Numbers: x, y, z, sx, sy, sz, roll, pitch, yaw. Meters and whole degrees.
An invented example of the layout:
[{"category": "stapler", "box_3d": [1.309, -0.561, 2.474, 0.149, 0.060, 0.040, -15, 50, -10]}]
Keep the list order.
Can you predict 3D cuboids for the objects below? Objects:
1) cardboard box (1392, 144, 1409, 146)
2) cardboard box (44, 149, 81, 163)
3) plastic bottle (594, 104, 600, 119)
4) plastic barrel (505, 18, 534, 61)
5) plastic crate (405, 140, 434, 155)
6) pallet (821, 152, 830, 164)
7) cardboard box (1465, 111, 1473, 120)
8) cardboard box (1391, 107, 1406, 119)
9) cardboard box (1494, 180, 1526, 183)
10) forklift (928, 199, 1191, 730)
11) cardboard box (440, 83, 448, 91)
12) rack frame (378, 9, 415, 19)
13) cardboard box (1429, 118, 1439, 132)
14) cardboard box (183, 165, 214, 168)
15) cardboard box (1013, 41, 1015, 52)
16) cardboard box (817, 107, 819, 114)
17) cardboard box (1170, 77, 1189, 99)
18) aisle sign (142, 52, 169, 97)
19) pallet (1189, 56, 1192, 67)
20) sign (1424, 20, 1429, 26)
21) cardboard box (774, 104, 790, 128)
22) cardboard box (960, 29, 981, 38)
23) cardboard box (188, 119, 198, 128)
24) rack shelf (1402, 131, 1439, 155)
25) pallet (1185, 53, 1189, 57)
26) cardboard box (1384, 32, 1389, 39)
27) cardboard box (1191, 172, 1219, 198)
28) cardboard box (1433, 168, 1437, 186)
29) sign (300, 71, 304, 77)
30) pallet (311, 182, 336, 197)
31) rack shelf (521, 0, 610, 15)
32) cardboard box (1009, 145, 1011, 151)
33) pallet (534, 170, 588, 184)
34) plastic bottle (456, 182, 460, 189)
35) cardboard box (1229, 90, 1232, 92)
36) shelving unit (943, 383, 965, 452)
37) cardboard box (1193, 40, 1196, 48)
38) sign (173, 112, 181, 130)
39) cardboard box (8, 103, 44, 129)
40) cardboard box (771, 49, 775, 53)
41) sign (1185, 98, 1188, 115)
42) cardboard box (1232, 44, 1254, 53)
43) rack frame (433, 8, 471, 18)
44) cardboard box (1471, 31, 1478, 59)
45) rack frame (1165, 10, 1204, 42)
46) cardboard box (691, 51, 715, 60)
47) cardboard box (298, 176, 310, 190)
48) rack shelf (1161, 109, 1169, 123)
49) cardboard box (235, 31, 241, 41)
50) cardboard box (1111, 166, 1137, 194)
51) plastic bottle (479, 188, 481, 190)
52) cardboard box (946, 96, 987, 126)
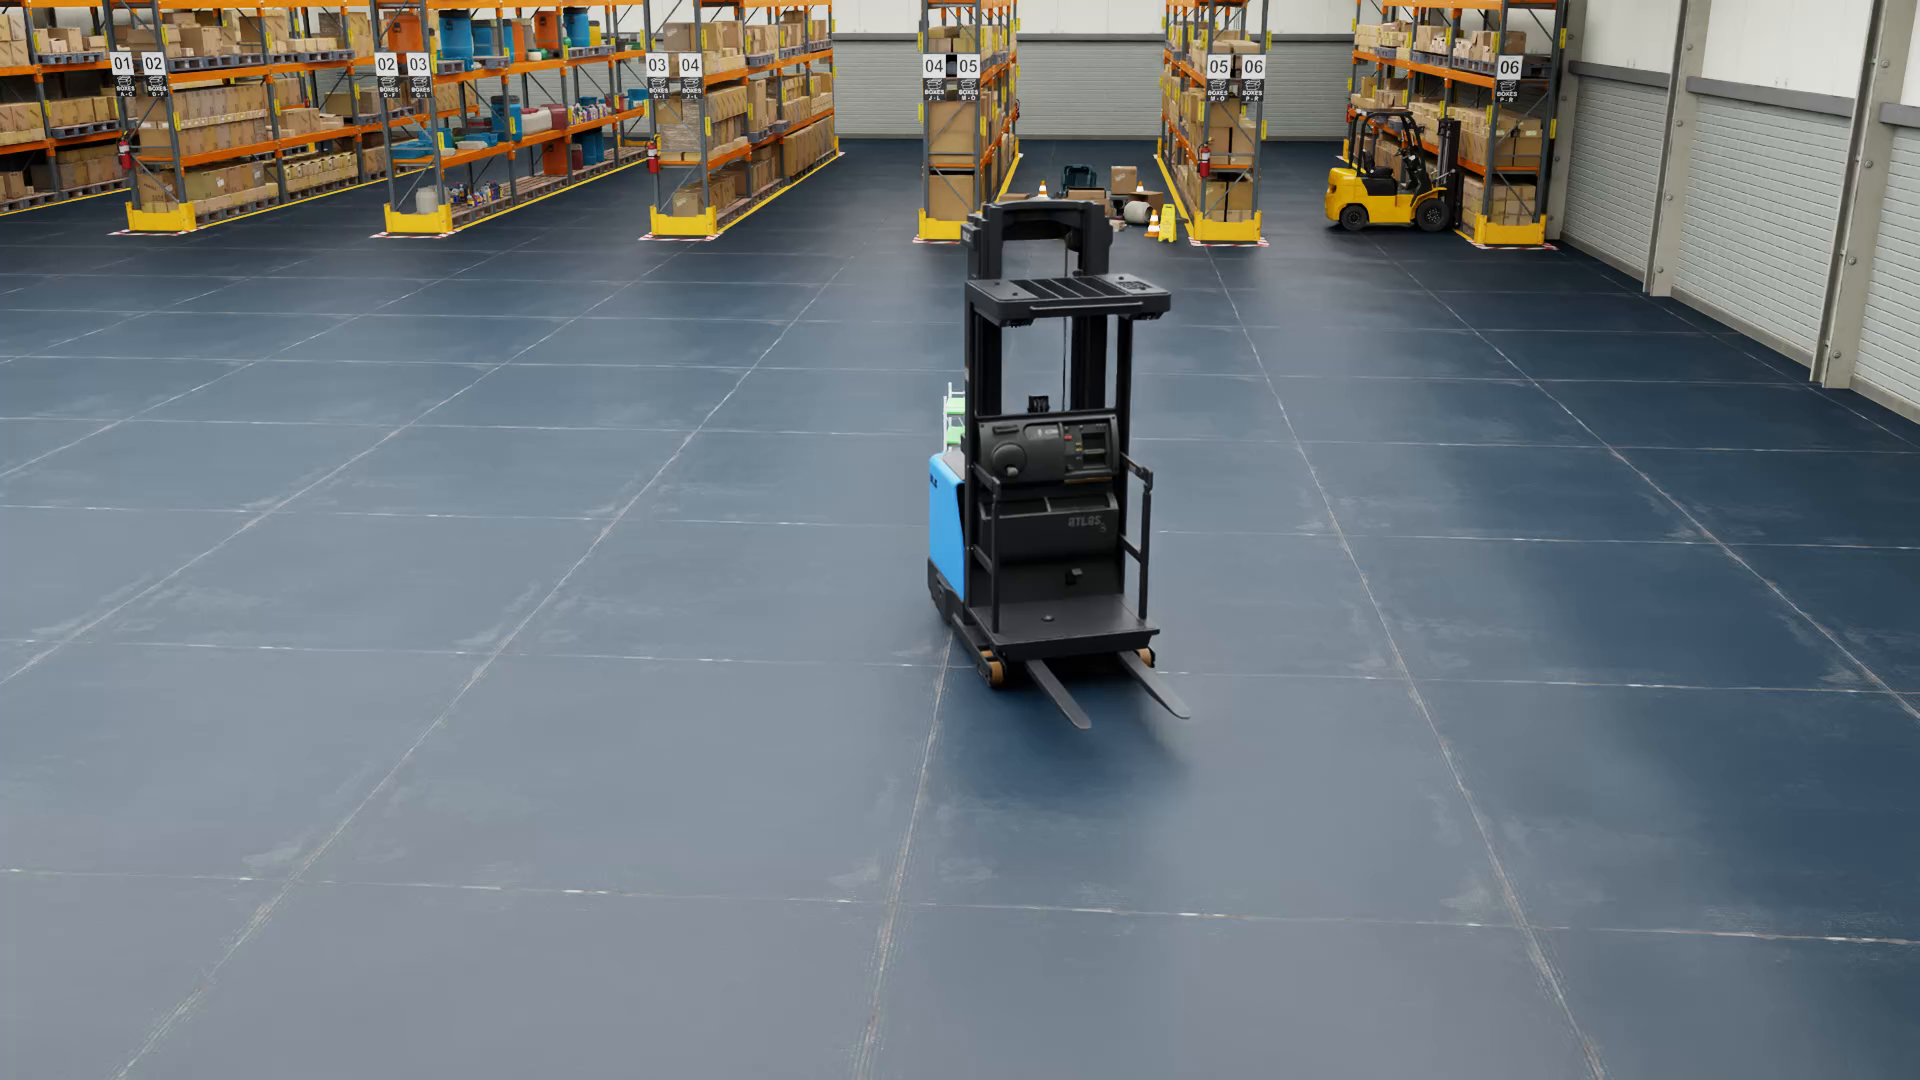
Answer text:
[{"category": "cardboard box", "box_3d": [10.298, -9.166, 38.878, 0.380, 0.149, 0.250, 1, 18, 4]}, {"category": "cardboard box", "box_3d": [-19.556, -8.365, 36.237, 0.500, 0.250, 0.500, 1, 18, 3]}, {"category": "plastic bottle", "box_3d": [-8.918, -10.511, 40.763, 0.144, 0.351, 0.185, 1, 18, 4]}, {"category": "plastic barrel", "box_3d": [-9.727, -11.056, 36.724, 0.600, 0.901, 0.600, 0, 18, 0]}, {"category": "plastic crate", "box_3d": [-10.236, -7.451, 31.583, 0.499, 0.251, 0.408, 1, 18, 4]}, {"category": "pallet", "box_3d": [-4.008, -10.063, 43.796, 1.003, 0.211, 1.213, 1, 18, 4]}, {"category": "cardboard box", "box_3d": [9.705, -7.962, 31.223, 0.380, 0.149, 0.250, 1, 18, 4]}, {"category": "cardboard box", "box_3d": [10.077, -9.664, 37.666, 0.500, 0.250, 0.500, 0, 18, 1]}, {"category": "cardboard box", "box_3d": [10.006, -6.385, 30.227, 0.500, 0.250, 0.500, 1, 18, 4]}, {"category": "forklift", "box_3d": [0.631, -0.590, 10.515, 1.130, 2.935, 3.031, -5, 19, -14]}, {"category": "cardboard box", "box_3d": [-13.717, -11.979, 43.398, 0.500, 0.500, 0.500, 1, 18, 2]}, {"category": "rack frame", "box_3d": [-14.106, -13.847, 41.231, 1.000, 3.000, 0.127, 1, 18, 4]}, {"category": "cardboard box", "box_3d": [9.847, -8.443, 33.811, 0.500, 0.250, 0.500, 1, 18, 2]}, {"category": "cardboard box", "box_3d": [-15.130, -7.158, 32.988, 0.500, 0.500, 0.500, 1, 18, 4]}, {"category": "cardboard box", "box_3d": [1.136, -12.603, 42.493, 0.500, 0.250, 0.500, 2, 18, 6]}, {"category": "cardboard box", "box_3d": [-3.818, -10.984, 42.532, 0.380, 0.149, 0.250, 1, 18, 2]}, {"category": "cardboard box", "box_3d": [5.341, -10.945, 40.243, 0.500, 0.500, 0.500, 1, 18, 5]}, {"category": "aisle sign", "box_3d": [-14.665, -8.478, 30.303, 0.394, 0.787, 0.004, 1, 18, 4]}, {"category": "pallet", "box_3d": [5.236, -9.594, 33.369, 1.213, 0.211, 1.003, 1, 18, 4]}, {"category": "sign", "box_3d": [11.164, -12.290, 39.834, 0.100, 0.325, 0.005, 1, 18, 4]}, {"category": "cardboard box", "box_3d": [-4.206, -9.724, 38.122, 0.500, 0.500, 0.500, 2, 18, 6]}, {"category": "cardboard box", "box_3d": [0.196, -8.934, 29.341, 0.380, 0.149, 0.250, 1, 18, 5]}, {"category": "cardboard box", "box_3d": [-14.687, -7.902, 31.519, 0.380, 0.149, 0.250, 1, 18, 4]}, {"category": "rack shelf", "box_3d": [10.180, -8.238, 34.902, 1.077, 0.370, 4.000, 1, 18, 4]}, {"category": "pallet", "box_3d": [5.643, -11.602, 39.502, 0.805, 0.209, 1.217, 1, 18, 2]}, {"category": "cardboard box", "box_3d": [10.151, -11.812, 38.928, 0.380, 0.149, 0.250, 1, 18, 3]}, {"category": "cardboard box", "box_3d": [4.709, -6.813, 31.935, 0.500, 0.500, 0.500, 2, 18, 7]}, {"category": "cardboard box", "box_3d": [10.063, -7.192, 33.694, 0.875, 0.625, 0.625, 2, 18, 6]}, {"category": "sign", "box_3d": [-18.220, -12.995, 46.023, 0.100, 0.325, 0.005, 1, 18, 4]}, {"category": "pallet", "box_3d": [-14.580, -7.796, 36.877, 1.003, 0.211, 1.213, 1, 18, 4]}, {"category": "rack shelf", "box_3d": [-9.309, -12.583, 39.169, 1.077, 0.370, 4.000, 1, 18, 4]}, {"category": "cardboard box", "box_3d": [1.117, -10.126, 42.936, 0.380, 0.149, 0.250, 1, 18, 3]}, {"category": "pallet", "box_3d": [-9.437, -8.563, 39.217, 1.003, 0.211, 1.213, 1, 18, 4]}, {"category": "plastic bottle", "box_3d": [-10.211, -7.109, 33.849, 0.144, 0.351, 0.185, 2, 18, 5]}, {"category": "cardboard box", "box_3d": [5.448, -9.243, 34.459, 0.380, 0.149, 0.250, 2, 18, 7]}, {"category": "shelving unit", "box_3d": [0.012, -0.622, 13.393, 0.258, 1.200, 0.503, 1, 18, 4]}, {"category": "cardboard box", "box_3d": [4.738, -9.663, 32.401, 0.380, 0.149, 0.250, 1, 18, 3]}, {"category": "sign", "box_3d": [-14.413, -7.704, 30.601, 0.100, 0.325, 0.005, 1, 18, 4]}, {"category": "cardboard box", "box_3d": [-19.346, -8.762, 34.351, 0.500, 0.500, 0.500, 1, 18, 4]}, {"category": "cardboard box", "box_3d": [-4.323, -10.578, 36.313, 0.500, 0.250, 0.500, 1, 18, 4]}, {"category": "sign", "box_3d": [4.532, -8.630, 33.083, 0.100, 0.325, 0.005, 1, 18, 4]}, {"category": "cardboard box", "box_3d": [5.030, -8.695, 29.449, 0.380, 0.149, 0.250, 1, 18, 4]}, {"category": "rack frame", "box_3d": [-13.819, -15.090, 45.023, 1.000, 3.000, 0.127, 1, 18, 4]}, {"category": "cardboard box", "box_3d": [9.792, -9.078, 30.491, 0.797, 0.503, 0.637, 2, 18, 6]}, {"category": "rack frame", "box_3d": [5.946, -14.646, 43.669, 1.000, 3.000, 0.127, 1, 18, 4]}, {"category": "cardboard box", "box_3d": [-4.734, -8.914, 30.593, 0.380, 0.149, 0.250, 2, 18, 6]}, {"category": "cardboard box", "box_3d": [-14.365, -7.683, 35.795, 0.500, 0.250, 0.500, 2, 18, 5]}, {"category": "rack shelf", "box_3d": [5.803, -10.832, 42.819, 1.077, 0.370, 4.000, 1, 18, 4]}, {"category": "cardboard box", "box_3d": [-18.734, -12.916, 42.612, 0.500, 0.250, 0.500, 1, 18, 4]}, {"category": "cardboard box", "box_3d": [3.308, -7.271, 33.593, 0.500, 0.500, 0.500, 1, 18, 4]}, {"category": "plastic bottle", "box_3d": [-9.638, -6.946, 33.461, 0.061, 0.283, 0.133, 1, 18, 4]}, {"category": "cardboard box", "box_3d": [0.043, -7.948, 30.886, 0.875, 0.550, 0.550, 1, 18, 4]}]
